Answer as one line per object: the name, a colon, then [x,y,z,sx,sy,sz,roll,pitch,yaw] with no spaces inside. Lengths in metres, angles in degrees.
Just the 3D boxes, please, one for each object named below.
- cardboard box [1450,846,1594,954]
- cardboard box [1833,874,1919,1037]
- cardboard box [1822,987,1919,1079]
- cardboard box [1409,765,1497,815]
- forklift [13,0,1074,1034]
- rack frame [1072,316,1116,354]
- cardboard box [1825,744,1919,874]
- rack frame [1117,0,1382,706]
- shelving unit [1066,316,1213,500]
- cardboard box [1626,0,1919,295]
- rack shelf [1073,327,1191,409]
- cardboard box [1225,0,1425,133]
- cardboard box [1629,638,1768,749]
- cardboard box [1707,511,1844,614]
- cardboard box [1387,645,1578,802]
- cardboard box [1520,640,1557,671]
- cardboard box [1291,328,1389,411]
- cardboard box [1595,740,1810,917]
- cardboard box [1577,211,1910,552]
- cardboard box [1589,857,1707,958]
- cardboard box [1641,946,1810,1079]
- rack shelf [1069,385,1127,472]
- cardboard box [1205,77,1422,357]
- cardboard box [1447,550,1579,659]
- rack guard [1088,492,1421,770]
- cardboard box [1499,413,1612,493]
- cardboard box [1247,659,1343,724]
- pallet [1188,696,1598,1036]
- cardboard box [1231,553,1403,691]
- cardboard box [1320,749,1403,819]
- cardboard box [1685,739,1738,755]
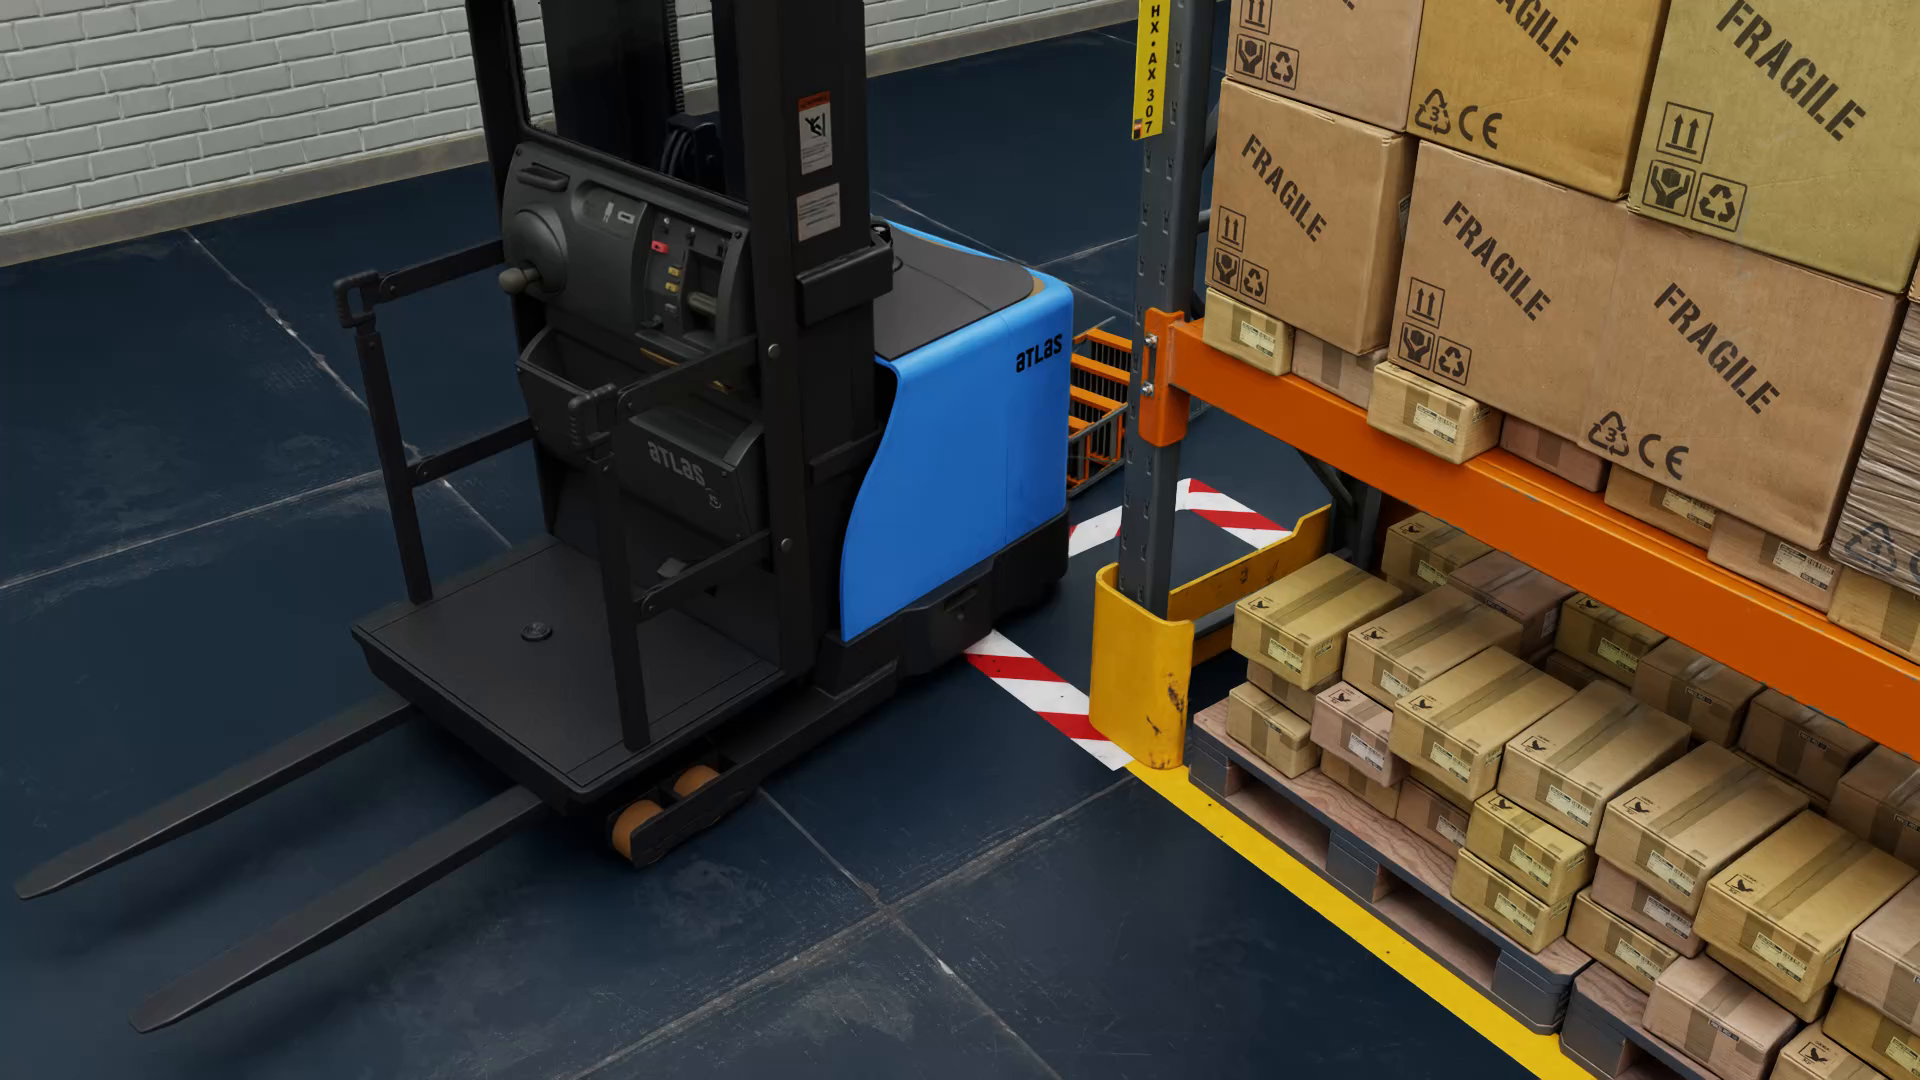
cardboard box: [1.395,0.779,3.956,0.380,0.149,0.250,-22,38,-31]
cardboard box: [1.978,0.823,3.322,0.380,0.149,0.250,-22,38,-31]
cardboard box: [2.001,0.950,3.400,0.380,0.149,0.250,-20,37,-29]
cardboard box: [1.335,0.512,4.104,0.380,0.149,0.250,-22,38,-31]
forklift: [-1.007,-0.695,4.091,1.130,2.935,3.031,26,40,35]
rack frame: [0.234,-0.555,6.365,0.015,0.240,1.200,24,39,33]
cardboard box: [2.157,0.576,3.720,0.380,0.149,0.250,-24,39,-33]
rack frame: [0.873,-0.901,4.358,1.000,3.000,0.127,-22,38,-31]
shelving unit: [0.421,-0.473,6.232,0.503,0.258,1.200,24,39,33]
cardboard box: [1.554,-0.789,2.854,0.500,0.500,0.500,-23,39,-32]
rack shelf: [0.674,-0.631,6.487,0.480,0.258,0.148,24,39,33]
cardboard box: [0.939,-1.222,3.550,0.500,0.500,0.500,-23,38,-32]
cardboard box: [1.874,0.336,4.106,0.380,0.149,0.250,-24,39,-33]
cardboard box: [1.667,-0.035,3.201,0.380,0.149,0.250,-23,39,-32]
cardboard box: [1.243,0.430,3.956,0.380,0.149,0.250,-22,38,-32]
cardboard box: [1.540,0.259,4.512,0.380,0.149,0.250,-23,39,-32]
cardboard box: [1.002,-0.461,3.887,0.380,0.149,0.250,-21,37,-30]
cardboard box: [1.623,0.625,3.641,0.380,0.149,0.250,-21,37,-30]
cardboard box: [1.569,-0.370,3.127,0.500,0.500,0.500,-22,38,-31]
cardboard box: [1.644,0.734,3.747,0.380,0.149,0.250,-24,39,-34]
cardboard box: [1.710,0.987,3.622,0.380,0.149,0.250,-24,39,-34]
rack shelf: [0.378,-0.445,6.188,0.480,0.258,0.148,24,39,33]
cardboard box: [0.930,-0.793,3.808,0.500,0.500,0.500,-20,37,-29]
cardboard box: [1.507,0.141,4.420,0.380,0.149,0.250,-21,38,-30]
rack guard: [0.920,0.192,4.966,1.175,0.500,0.348,-22,38,-31]
cardboard box: [1.391,-0.267,3.576,0.380,0.149,0.250,-20,37,-29]
cardboard box: [0.992,0.307,4.435,0.380,0.149,0.250,-21,37,-29]
pallet: [1.390,0.665,4.479,1.003,0.211,1.213,-22,38,-31]
cardboard box: [0.926,0.207,4.314,0.380,0.149,0.250,-24,39,-33]
cardboard box: [1.167,0.536,4.348,0.380,0.149,0.250,-22,38,-32]
cardboard box: [1.826,0.494,4.133,0.380,0.149,0.250,-23,38,-32]
